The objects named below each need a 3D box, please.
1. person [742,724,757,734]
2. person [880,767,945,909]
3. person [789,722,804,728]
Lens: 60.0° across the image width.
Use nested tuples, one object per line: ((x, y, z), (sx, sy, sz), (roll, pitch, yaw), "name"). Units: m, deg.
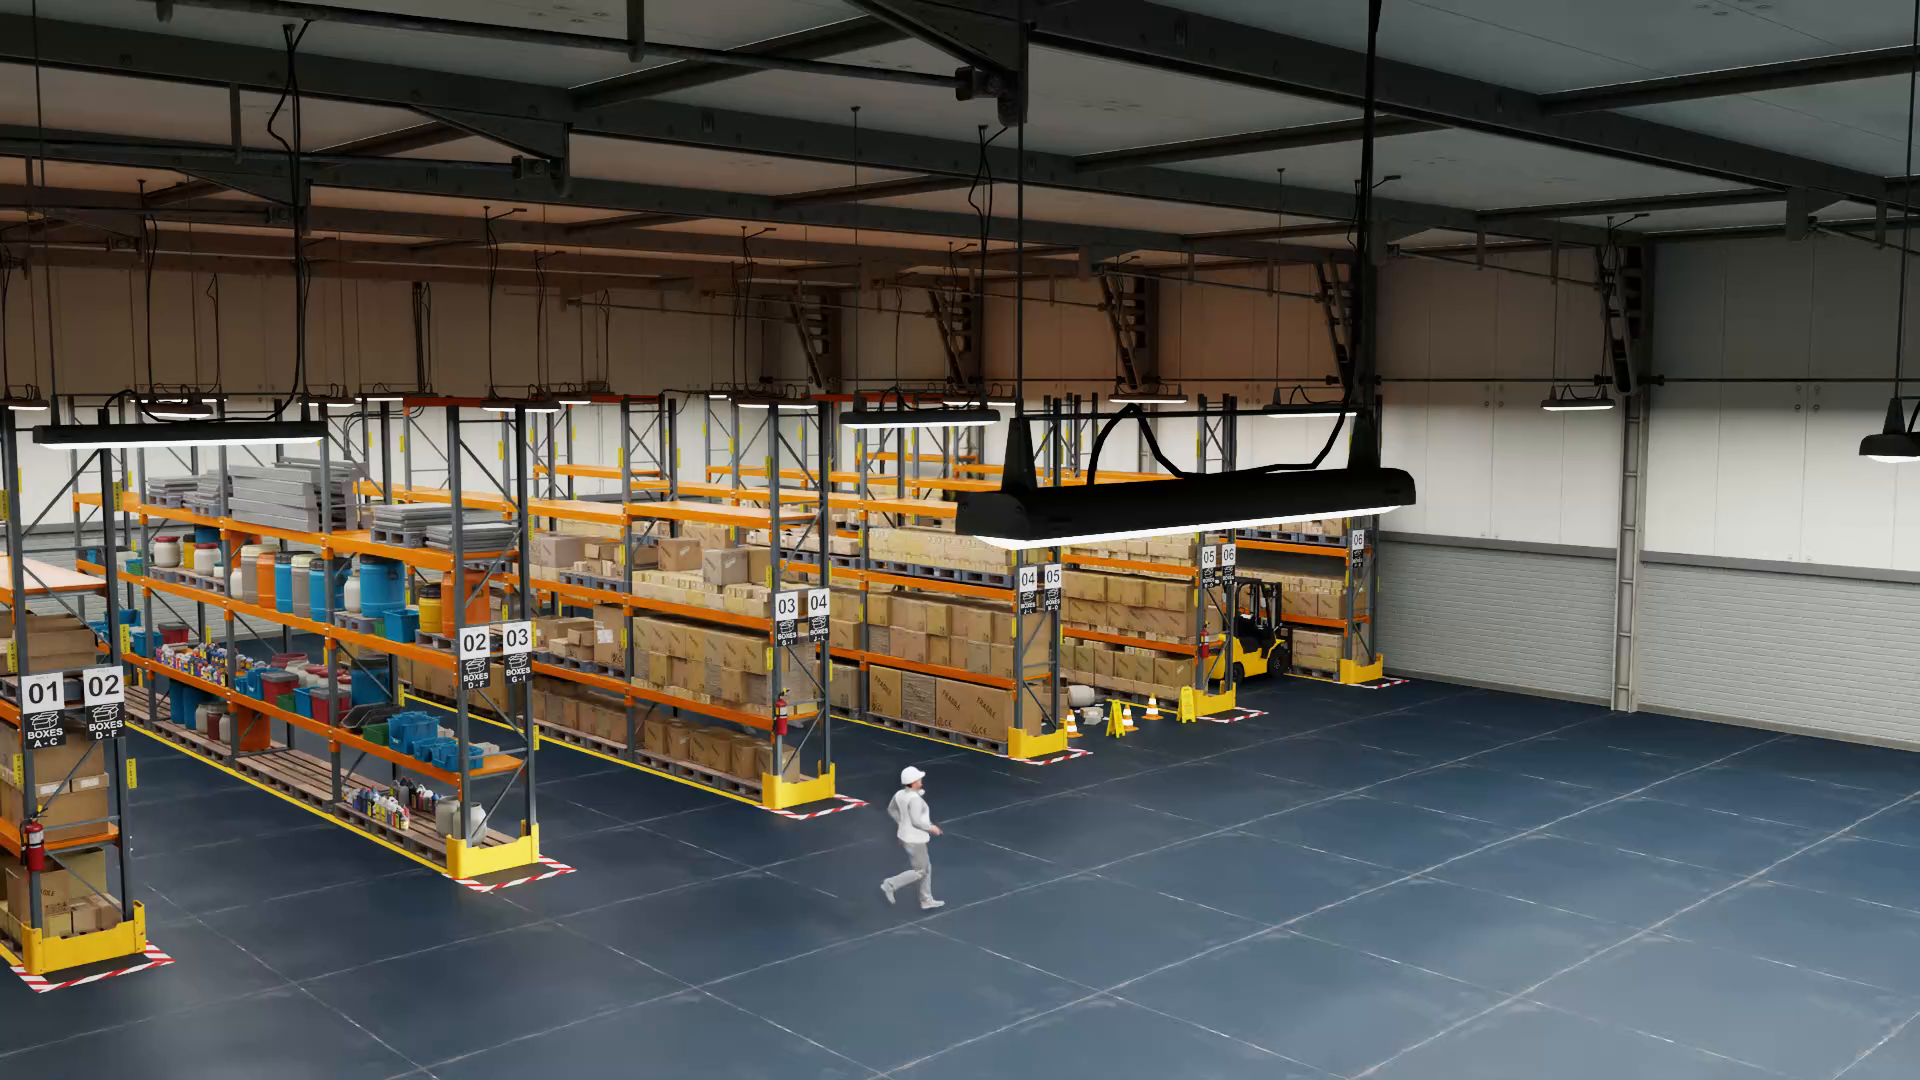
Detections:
((-3.993, 2.581, 29.954), (0.688, 1.767, 0.802), (-5, 8, -44), "person")
((-0.580, 3.561, 19.772), (0.857, 1.756, 0.663), (-2, 6, -23), "person")
((-3.207, 2.558, 30.380), (0.917, 1.692, 0.678), (4, 7, 39), "person")
